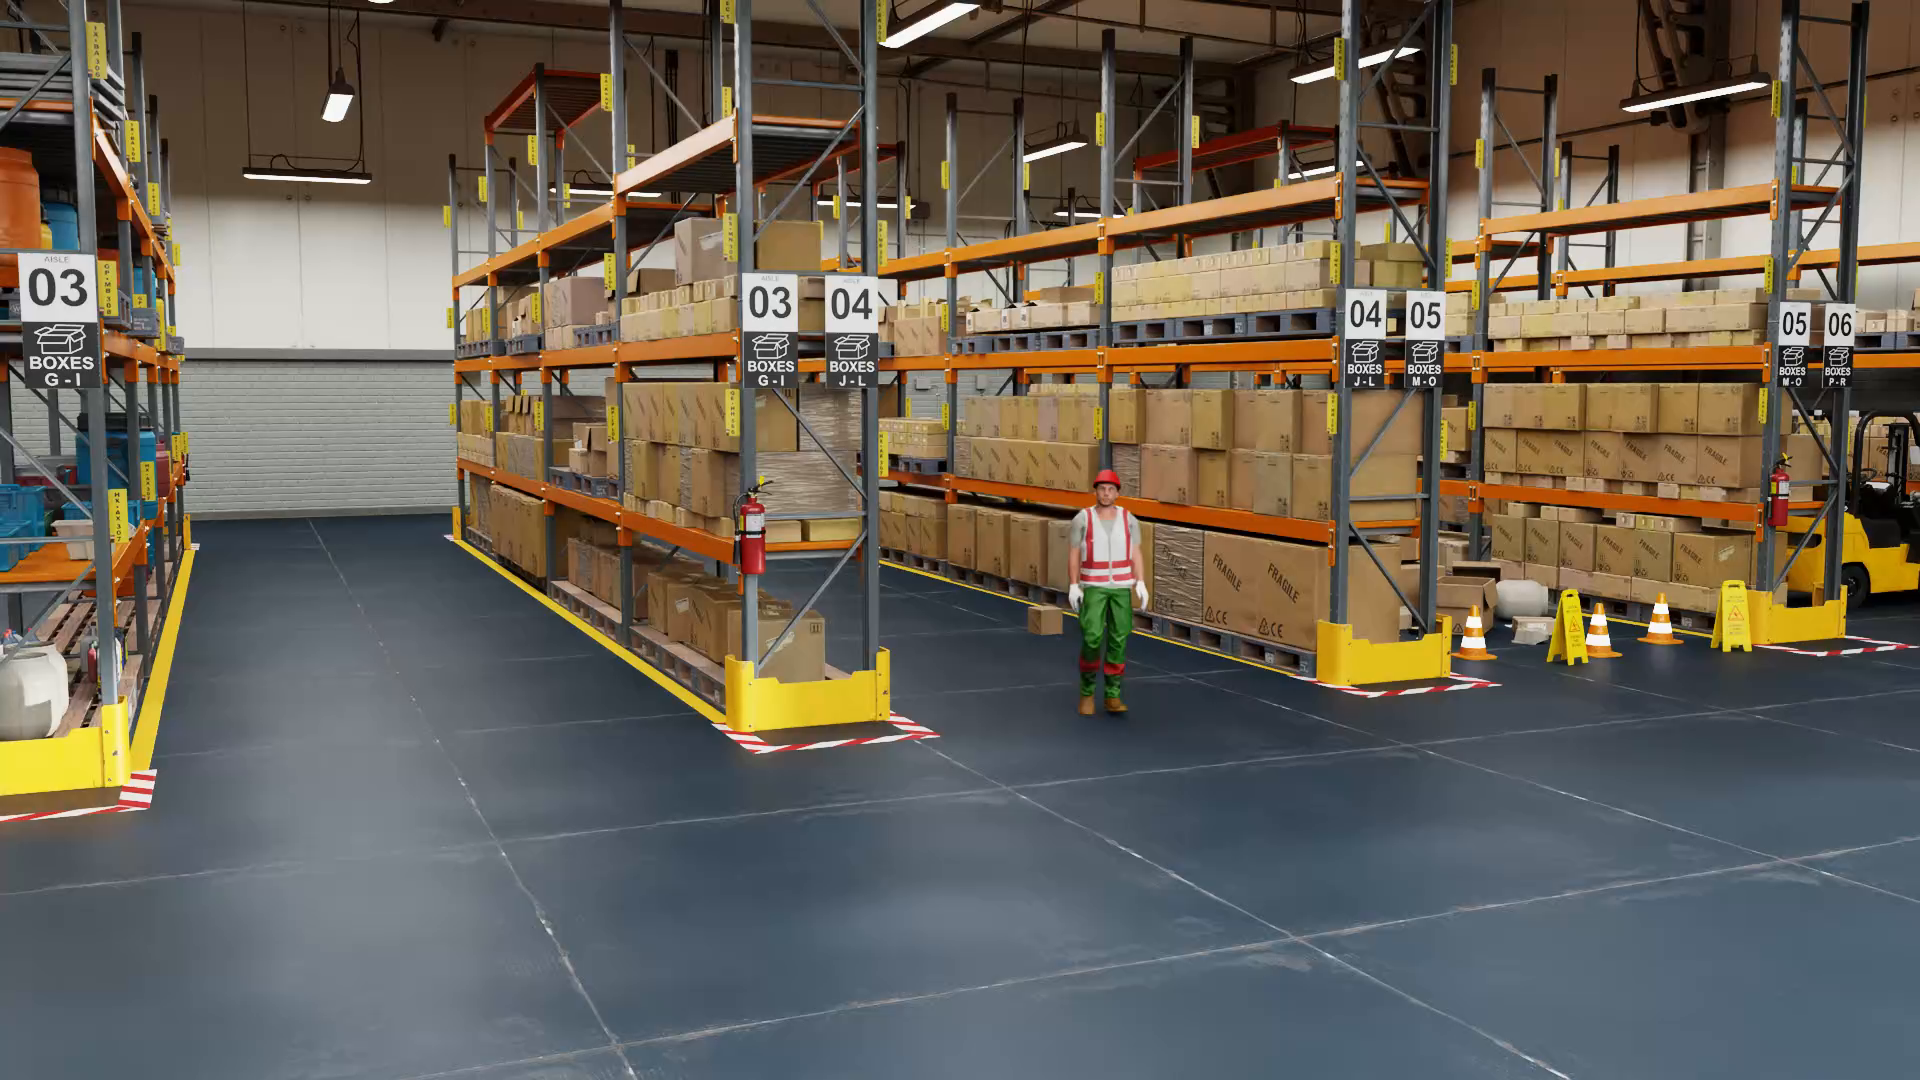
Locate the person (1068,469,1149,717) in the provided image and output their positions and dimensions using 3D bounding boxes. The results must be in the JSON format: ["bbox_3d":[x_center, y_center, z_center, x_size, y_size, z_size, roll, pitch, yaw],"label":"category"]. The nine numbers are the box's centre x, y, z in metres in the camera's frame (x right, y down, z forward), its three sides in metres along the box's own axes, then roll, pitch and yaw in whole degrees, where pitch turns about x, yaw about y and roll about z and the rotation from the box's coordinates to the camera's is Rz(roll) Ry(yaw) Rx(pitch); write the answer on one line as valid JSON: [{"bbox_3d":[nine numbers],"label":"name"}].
[{"bbox_3d":[1.094,0.401,12.280,0.558,1.846,0.429,-1,5,-9],"label":"person"}]
